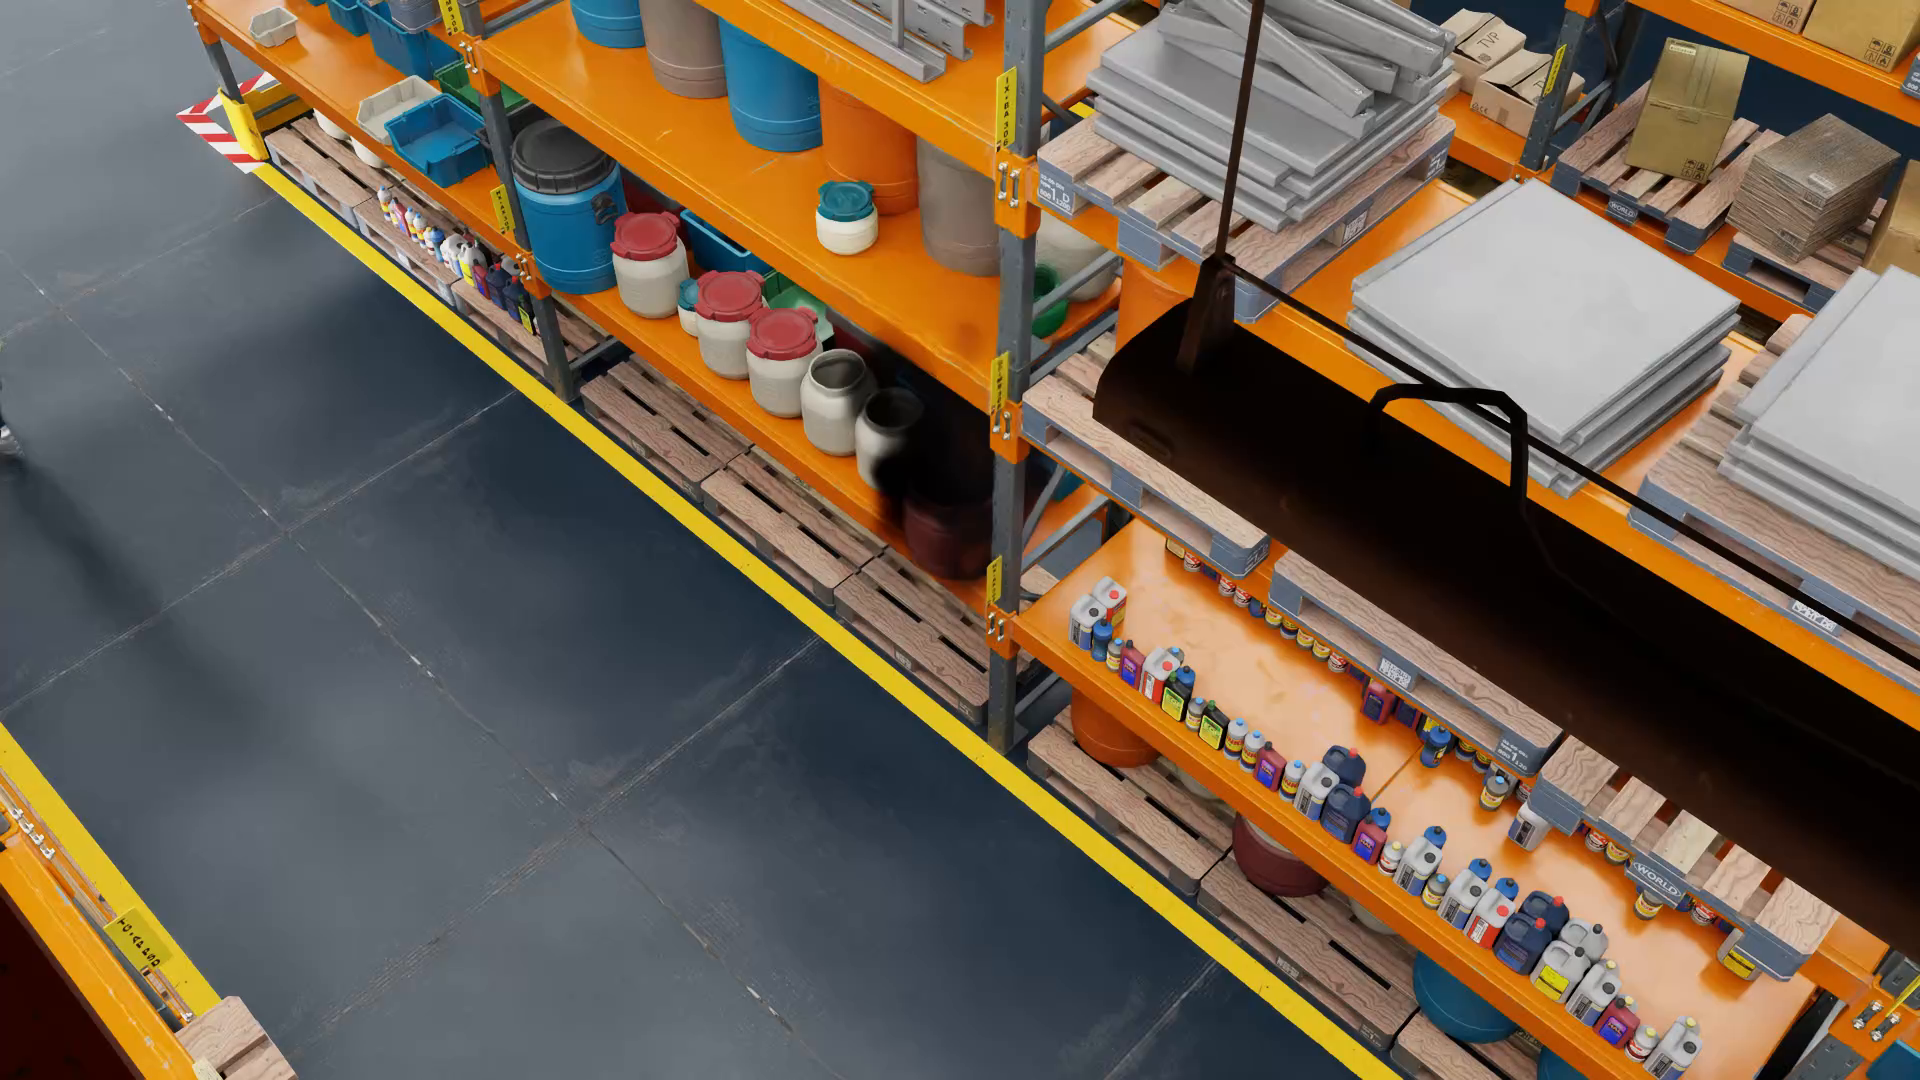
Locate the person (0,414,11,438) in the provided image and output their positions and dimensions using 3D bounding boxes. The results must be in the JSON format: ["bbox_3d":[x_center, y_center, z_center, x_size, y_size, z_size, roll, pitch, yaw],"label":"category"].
[{"bbox_3d":[-6.456,-1.257,10.377,0.782,1.623,0.525,35,58,26],"label":"person"}]
